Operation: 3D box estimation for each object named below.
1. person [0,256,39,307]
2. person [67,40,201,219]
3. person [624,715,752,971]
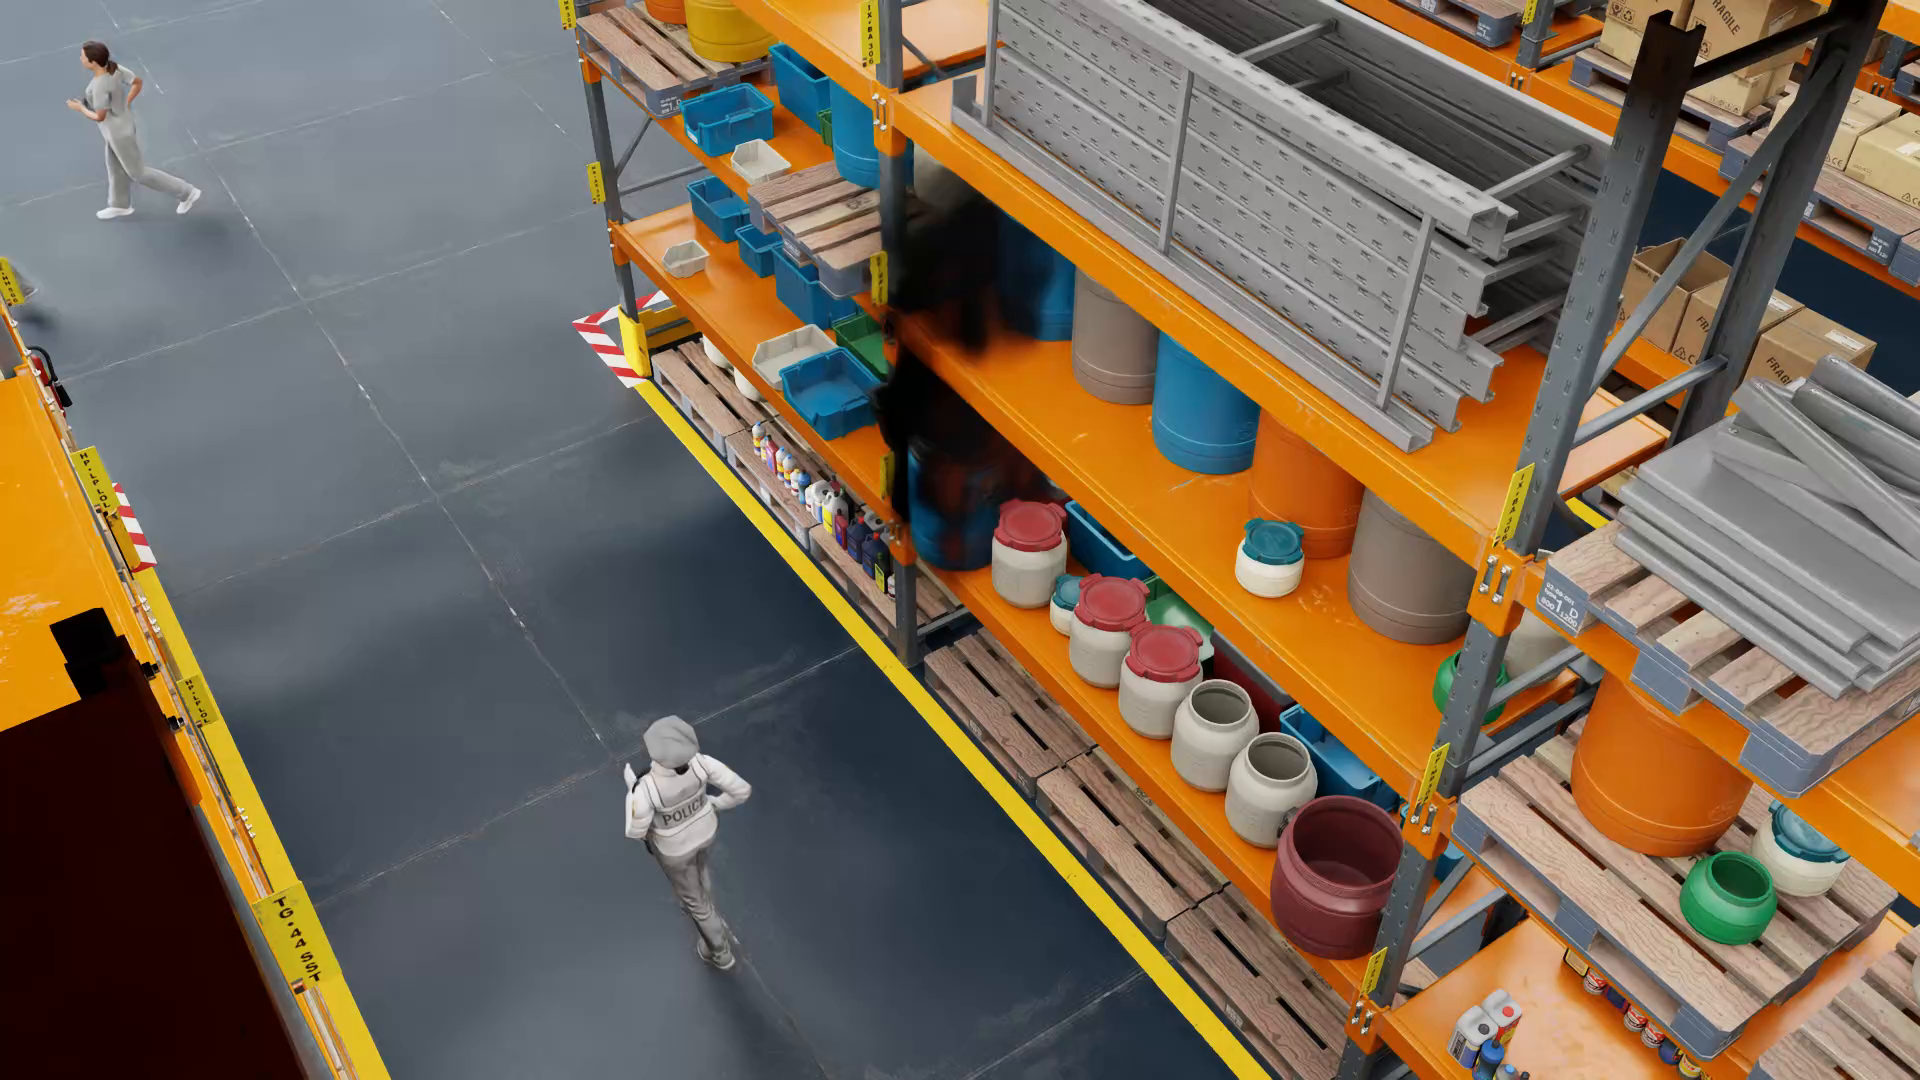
[{"bbox_3d":[-7.993,-2.503,13.224,0.742,1.754,0.560,-5,43,-6],"label":"person"},{"bbox_3d":[-7.210,-3.515,14.314,0.970,1.652,0.565,-6,43,-6],"label":"person"},{"bbox_3d":[-1.399,1.526,8.455,0.595,1.796,0.679,-34,52,-31],"label":"person"}]
